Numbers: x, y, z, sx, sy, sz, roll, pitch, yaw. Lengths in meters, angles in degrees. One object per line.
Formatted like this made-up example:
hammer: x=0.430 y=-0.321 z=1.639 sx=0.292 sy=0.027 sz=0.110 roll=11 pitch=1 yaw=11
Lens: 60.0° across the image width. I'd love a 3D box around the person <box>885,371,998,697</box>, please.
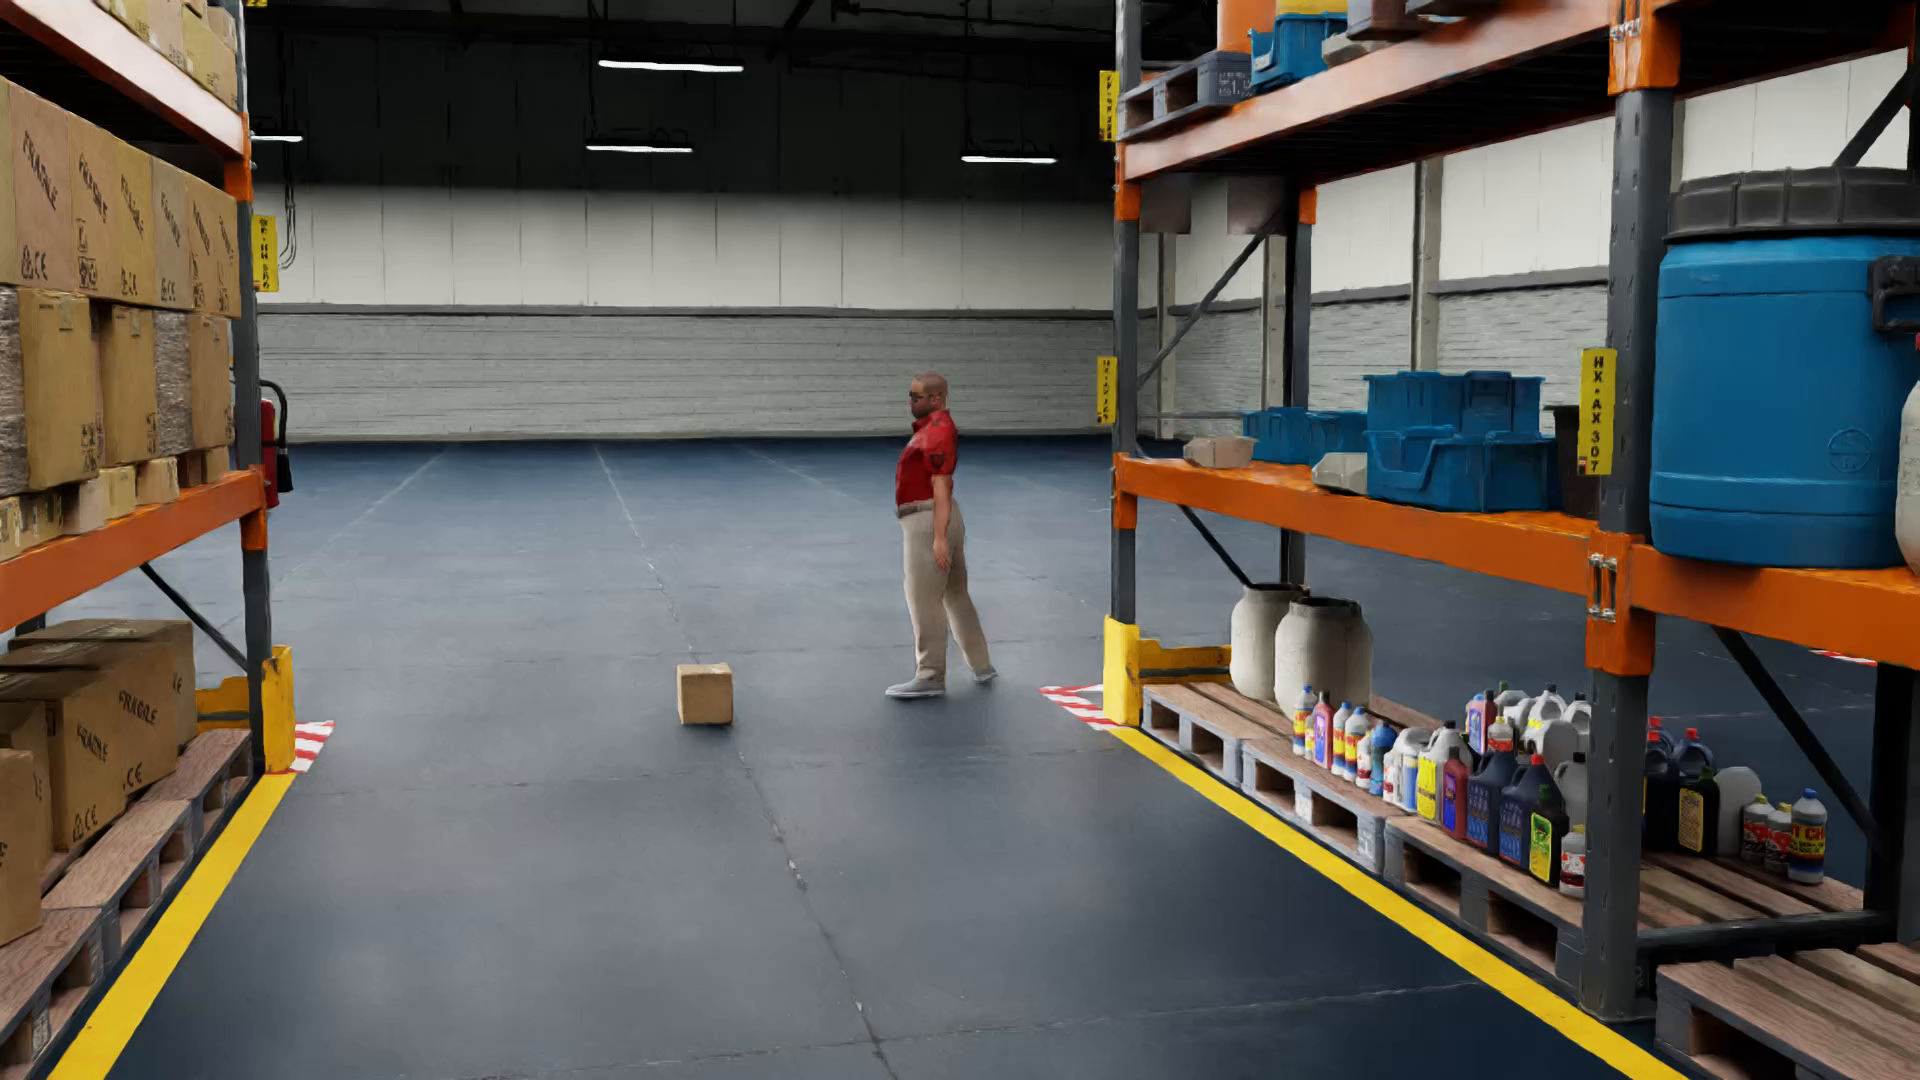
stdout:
person: x=-0.085 y=-0.046 z=8.951 sx=0.501 sy=1.723 sz=0.722 roll=1 pitch=6 yaw=11
